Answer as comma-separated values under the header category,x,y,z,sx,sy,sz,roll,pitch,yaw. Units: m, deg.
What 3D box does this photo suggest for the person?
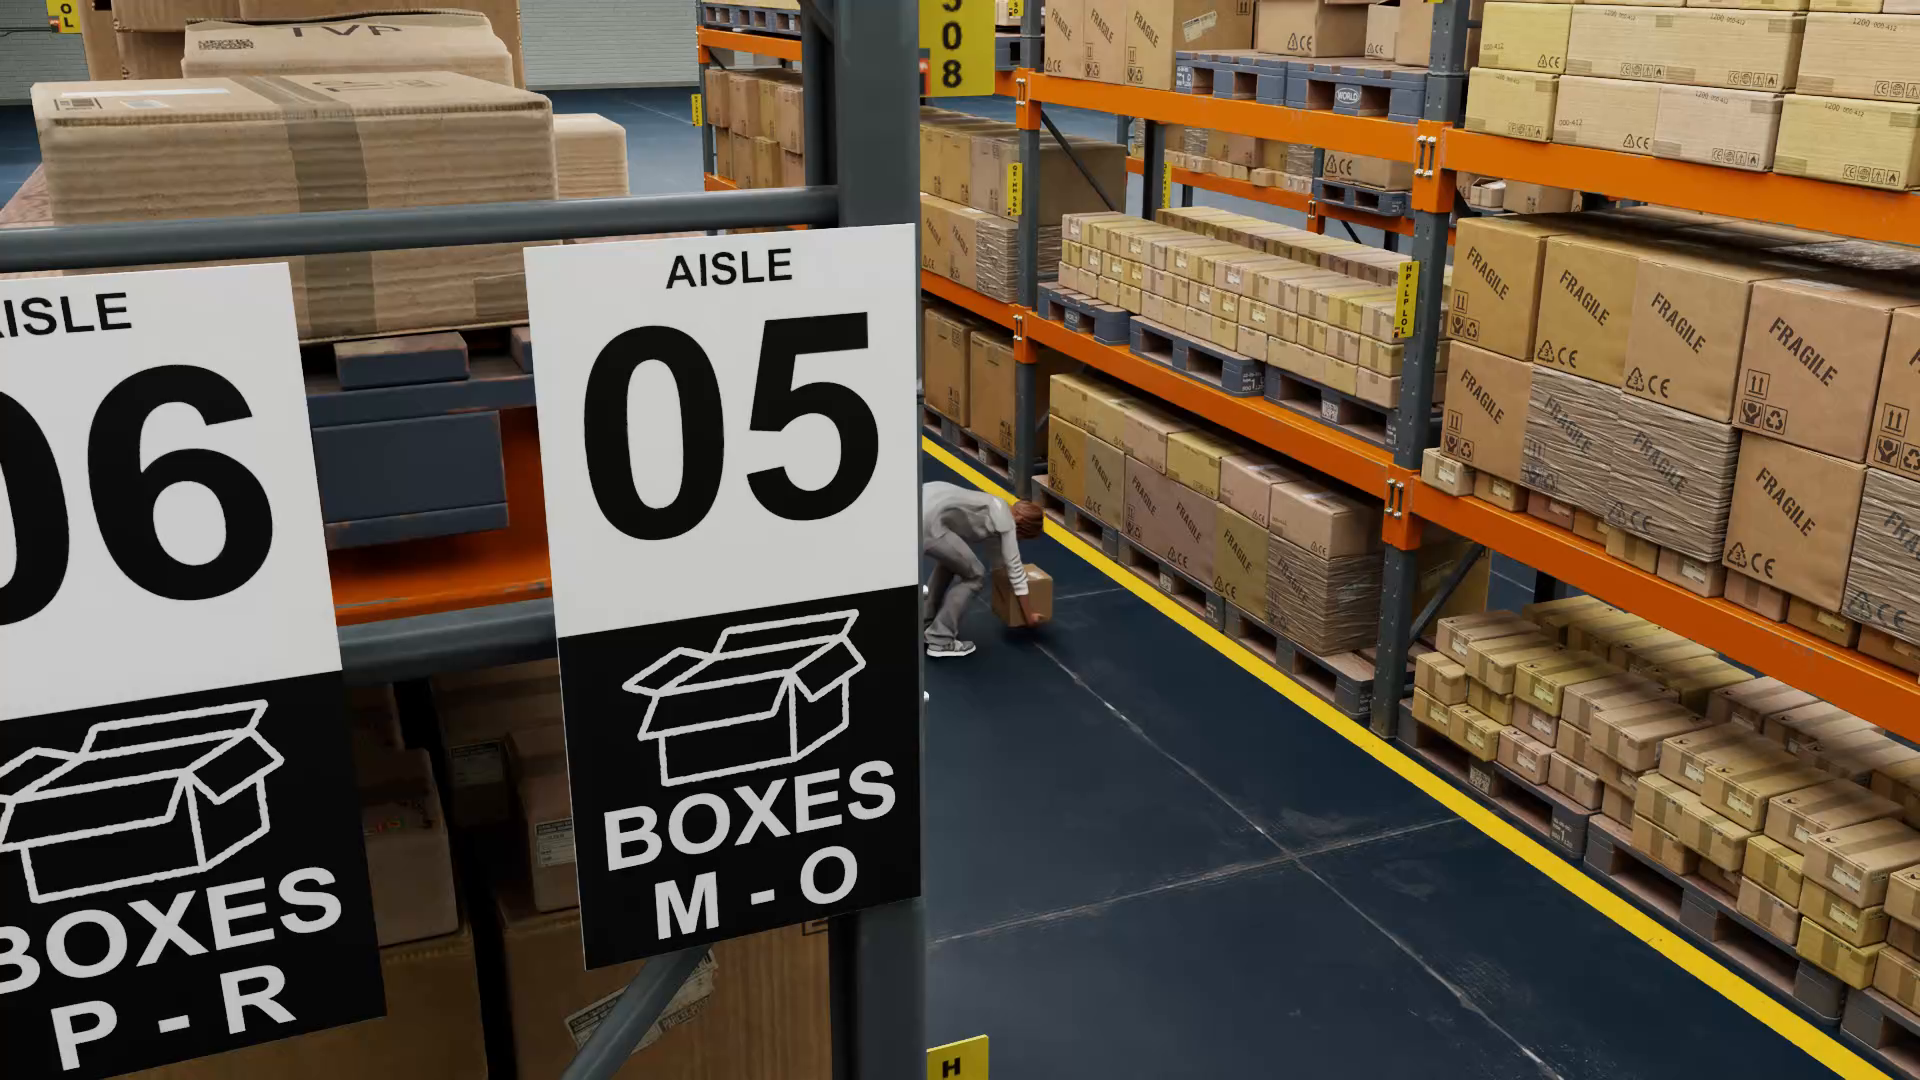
category,x,y,z,sx,sy,sz,roll,pitch,yaw
person,0.054,0.121,8.779,0.858,0.911,0.420,-9,21,-25
